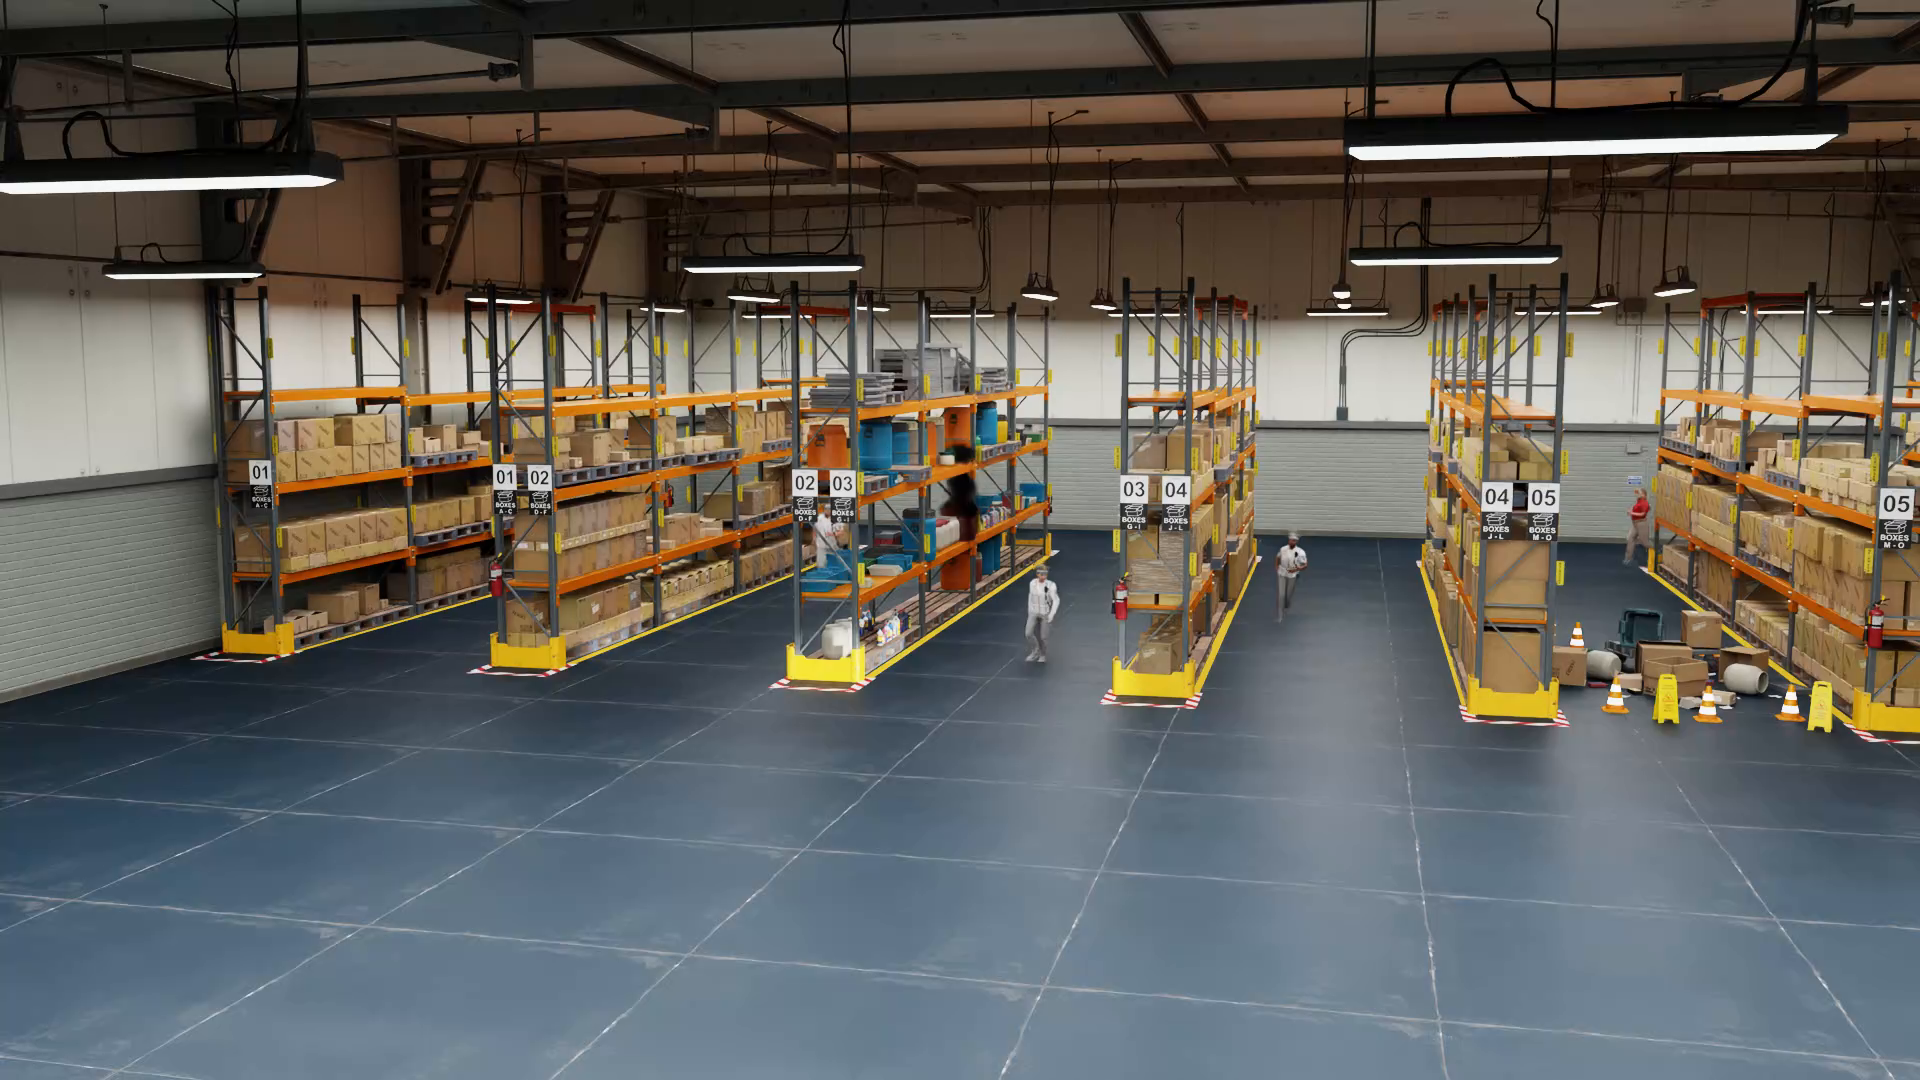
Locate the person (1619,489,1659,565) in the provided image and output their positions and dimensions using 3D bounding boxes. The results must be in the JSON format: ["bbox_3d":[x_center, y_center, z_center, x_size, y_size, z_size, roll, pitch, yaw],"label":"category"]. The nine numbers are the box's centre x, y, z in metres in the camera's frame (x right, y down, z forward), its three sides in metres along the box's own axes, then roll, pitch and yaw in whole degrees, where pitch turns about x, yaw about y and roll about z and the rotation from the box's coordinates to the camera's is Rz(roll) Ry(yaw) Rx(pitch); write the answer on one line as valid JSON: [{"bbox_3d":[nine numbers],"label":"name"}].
[{"bbox_3d":[15.804,-0.288,38.578,0.856,1.781,0.651,1,7,5],"label":"person"}]

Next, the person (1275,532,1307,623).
[{"bbox_3d":[6.092,0.680,30.663,0.615,1.680,0.739,3,7,22],"label":"person"}]

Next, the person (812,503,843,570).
[{"bbox_3d":[-2.575,0.183,32.079,0.648,1.882,0.706,1,7,6],"label":"person"}]

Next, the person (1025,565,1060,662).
[{"bbox_3d":[1.310,1.171,26.353,0.590,1.604,0.691,2,7,15],"label":"person"}]
